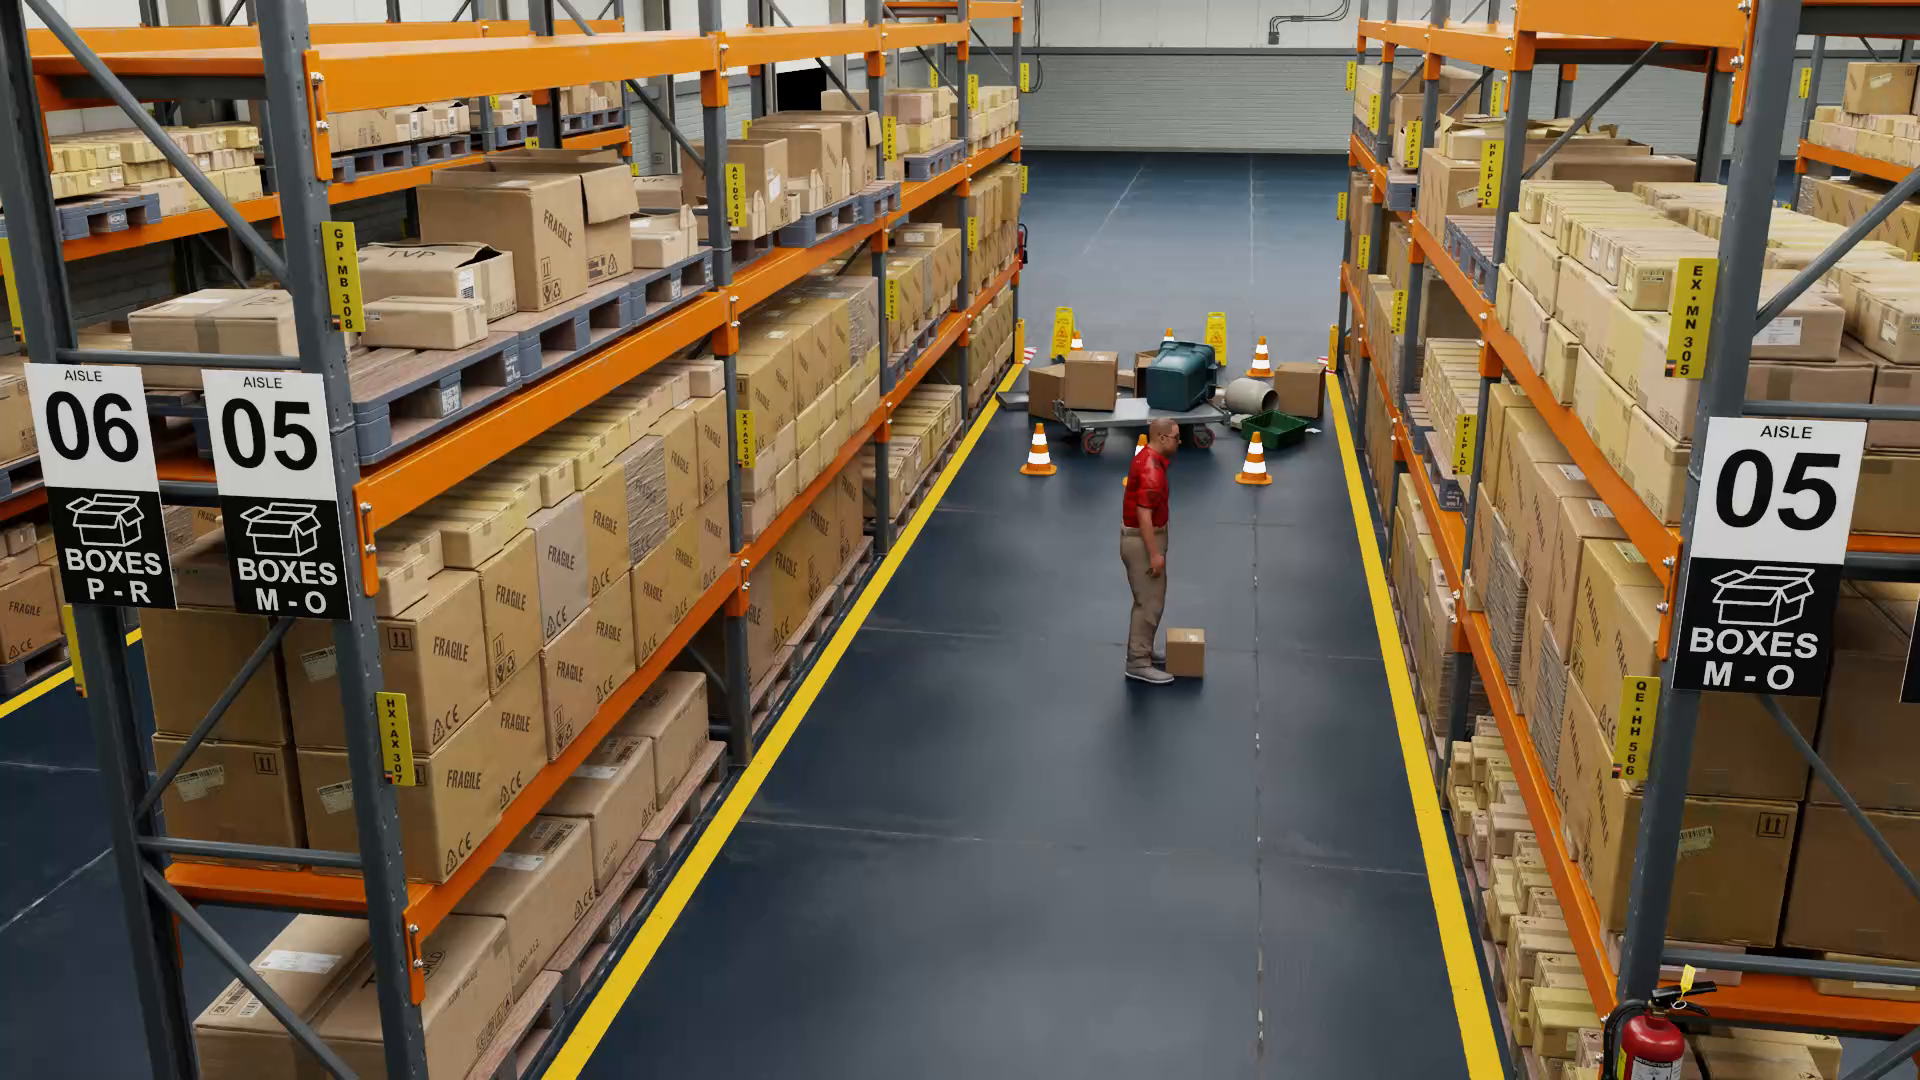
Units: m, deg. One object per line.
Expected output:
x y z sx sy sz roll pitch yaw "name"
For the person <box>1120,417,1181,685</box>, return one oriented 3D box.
1.251 0.039 10.954 0.392 1.726 0.606 2 18 5 "person"
